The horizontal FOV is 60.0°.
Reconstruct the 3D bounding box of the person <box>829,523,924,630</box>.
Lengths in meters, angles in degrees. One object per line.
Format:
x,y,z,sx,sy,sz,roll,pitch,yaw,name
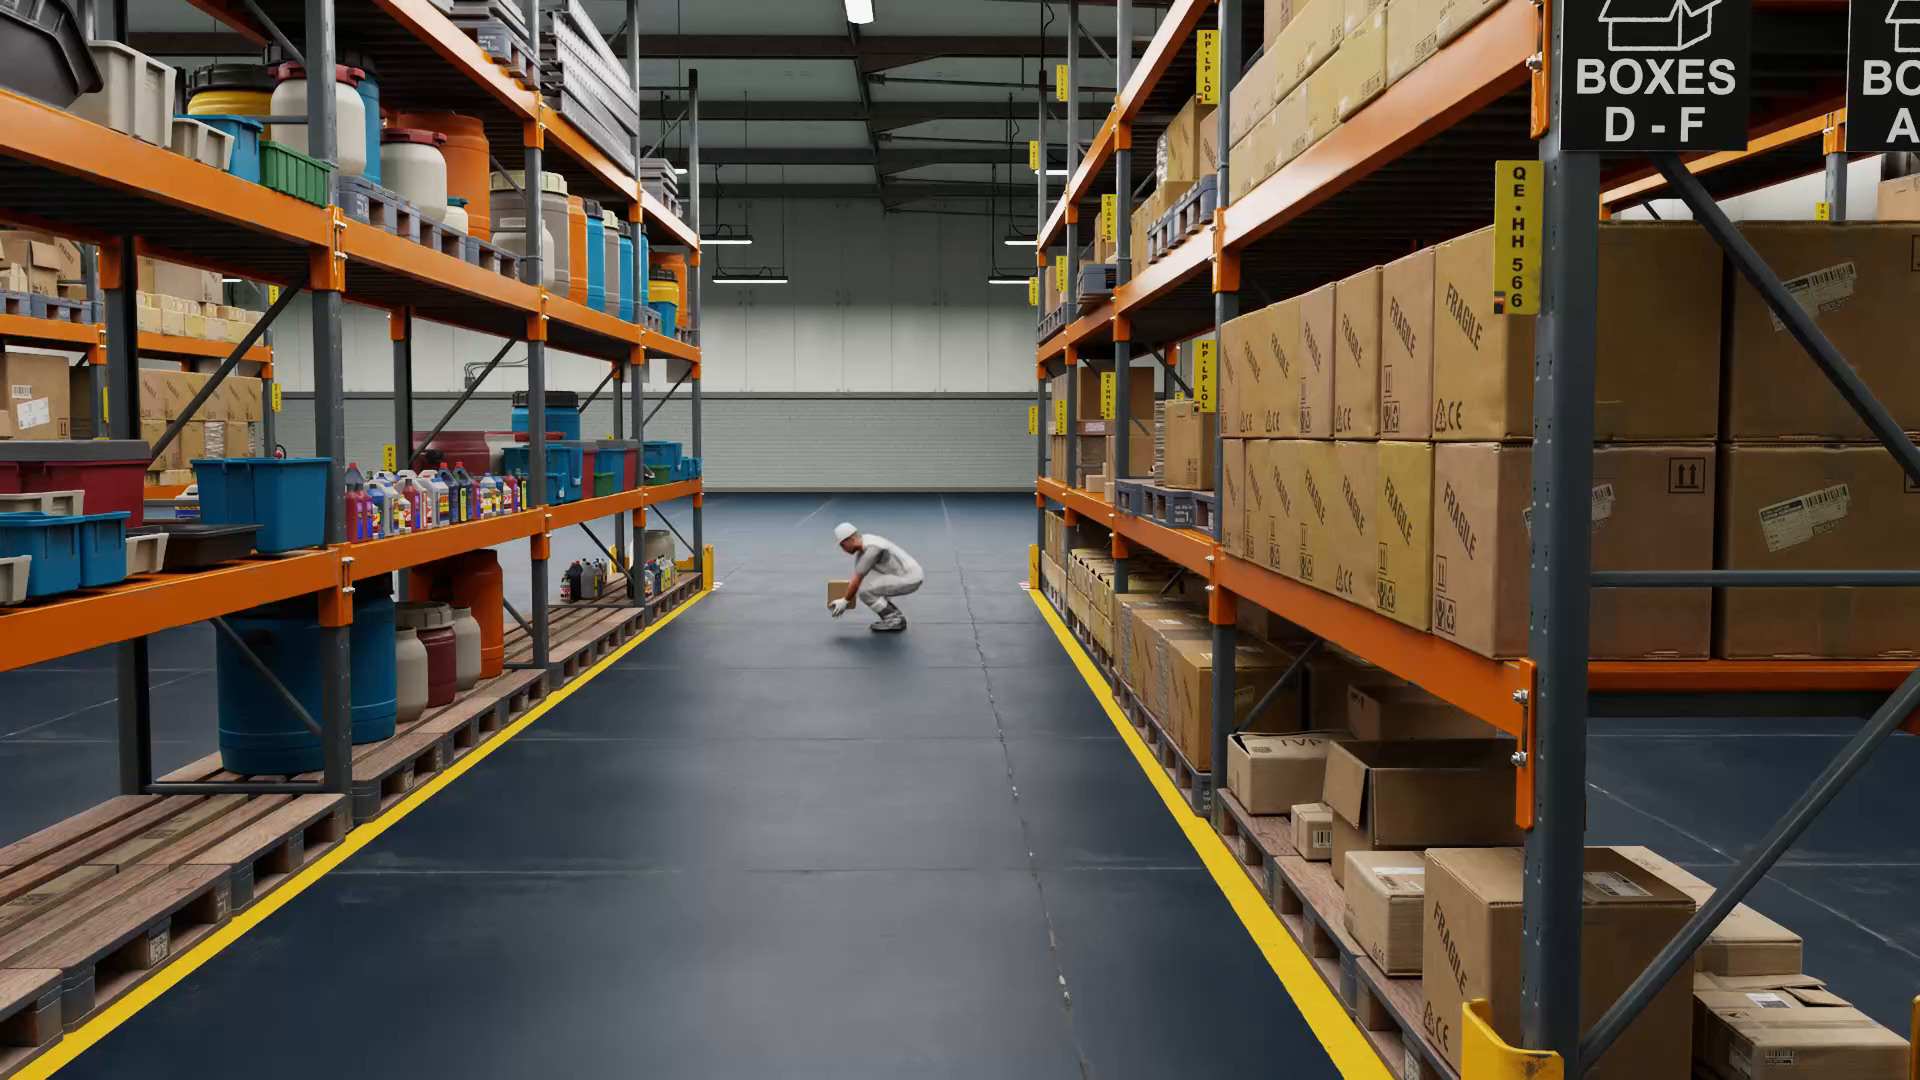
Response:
-0.773,0.337,15.447,0.882,1.002,0.547,0,4,-3,person
